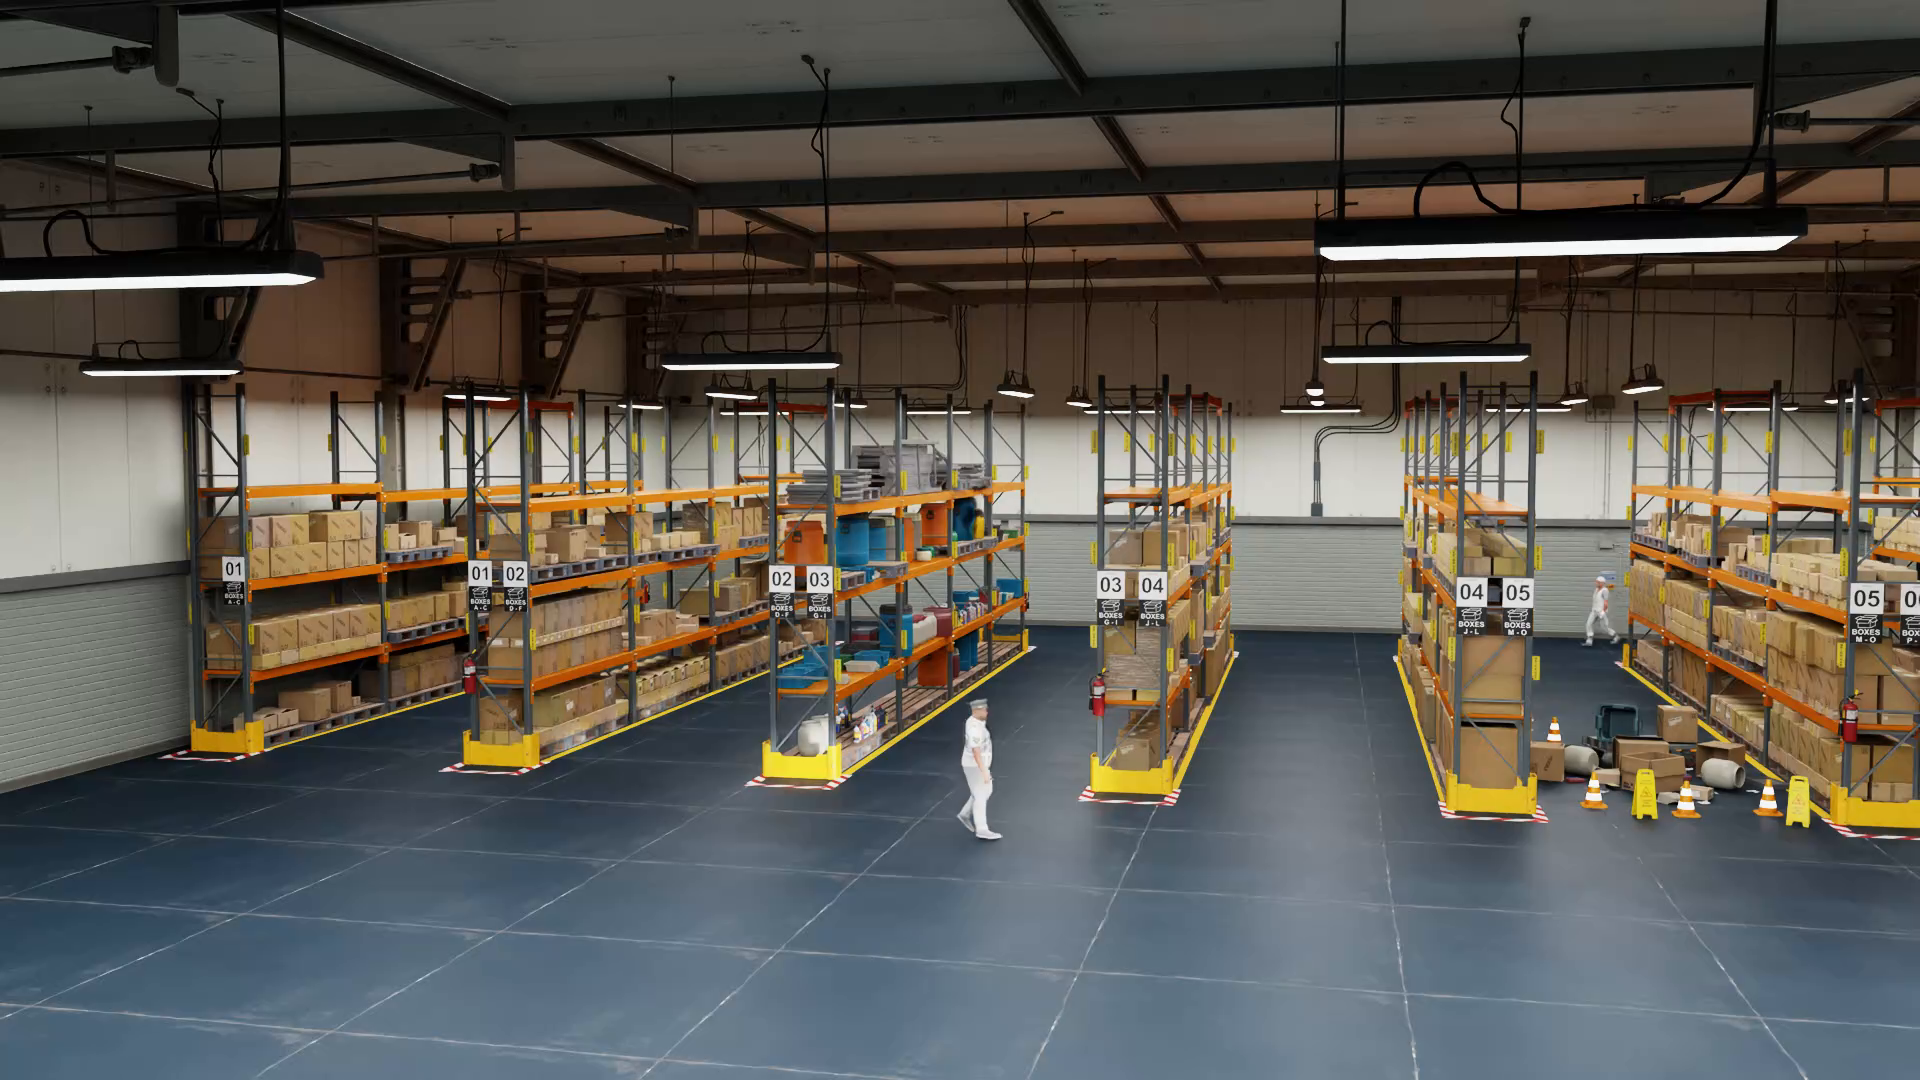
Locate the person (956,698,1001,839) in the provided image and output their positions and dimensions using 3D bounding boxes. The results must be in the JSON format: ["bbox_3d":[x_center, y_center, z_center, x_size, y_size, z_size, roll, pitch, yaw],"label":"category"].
[{"bbox_3d":[0.234,2.906,21.287,0.586,1.763,0.650,0,3,2],"label":"person"}]

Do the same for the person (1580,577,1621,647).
[{"bbox_3d":[15.860,1.775,41.178,0.988,1.744,0.620,-1,3,-16],"label":"person"}]

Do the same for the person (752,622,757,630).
[{"bbox_3d":[-5.639,1.638,44.239,0.792,1.648,0.499,2,4,35],"label":"person"}]
